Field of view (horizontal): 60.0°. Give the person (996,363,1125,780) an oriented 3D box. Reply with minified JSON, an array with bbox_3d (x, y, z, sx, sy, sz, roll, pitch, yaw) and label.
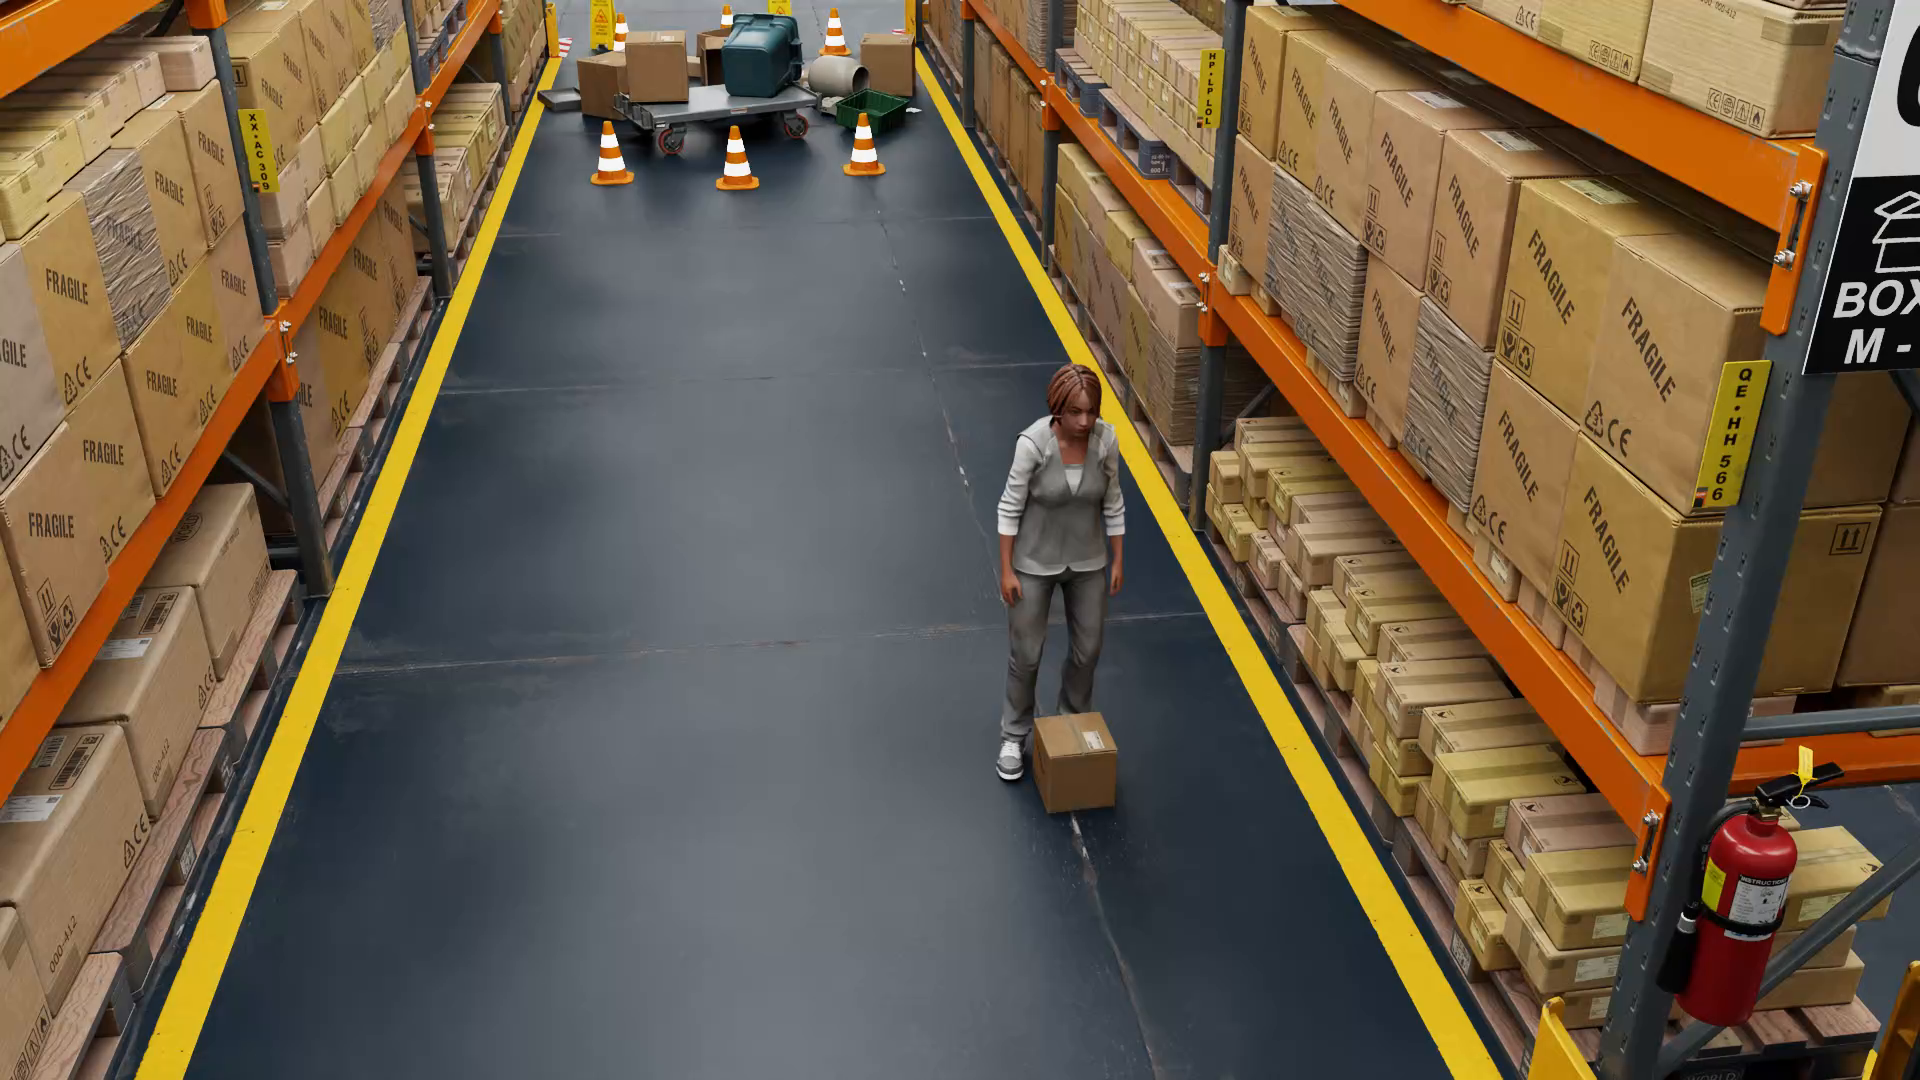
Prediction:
[{"bbox_3d":[0.356,0.104,5.930,0.479,1.593,0.342,-6,28,-11],"label":"person"}]
